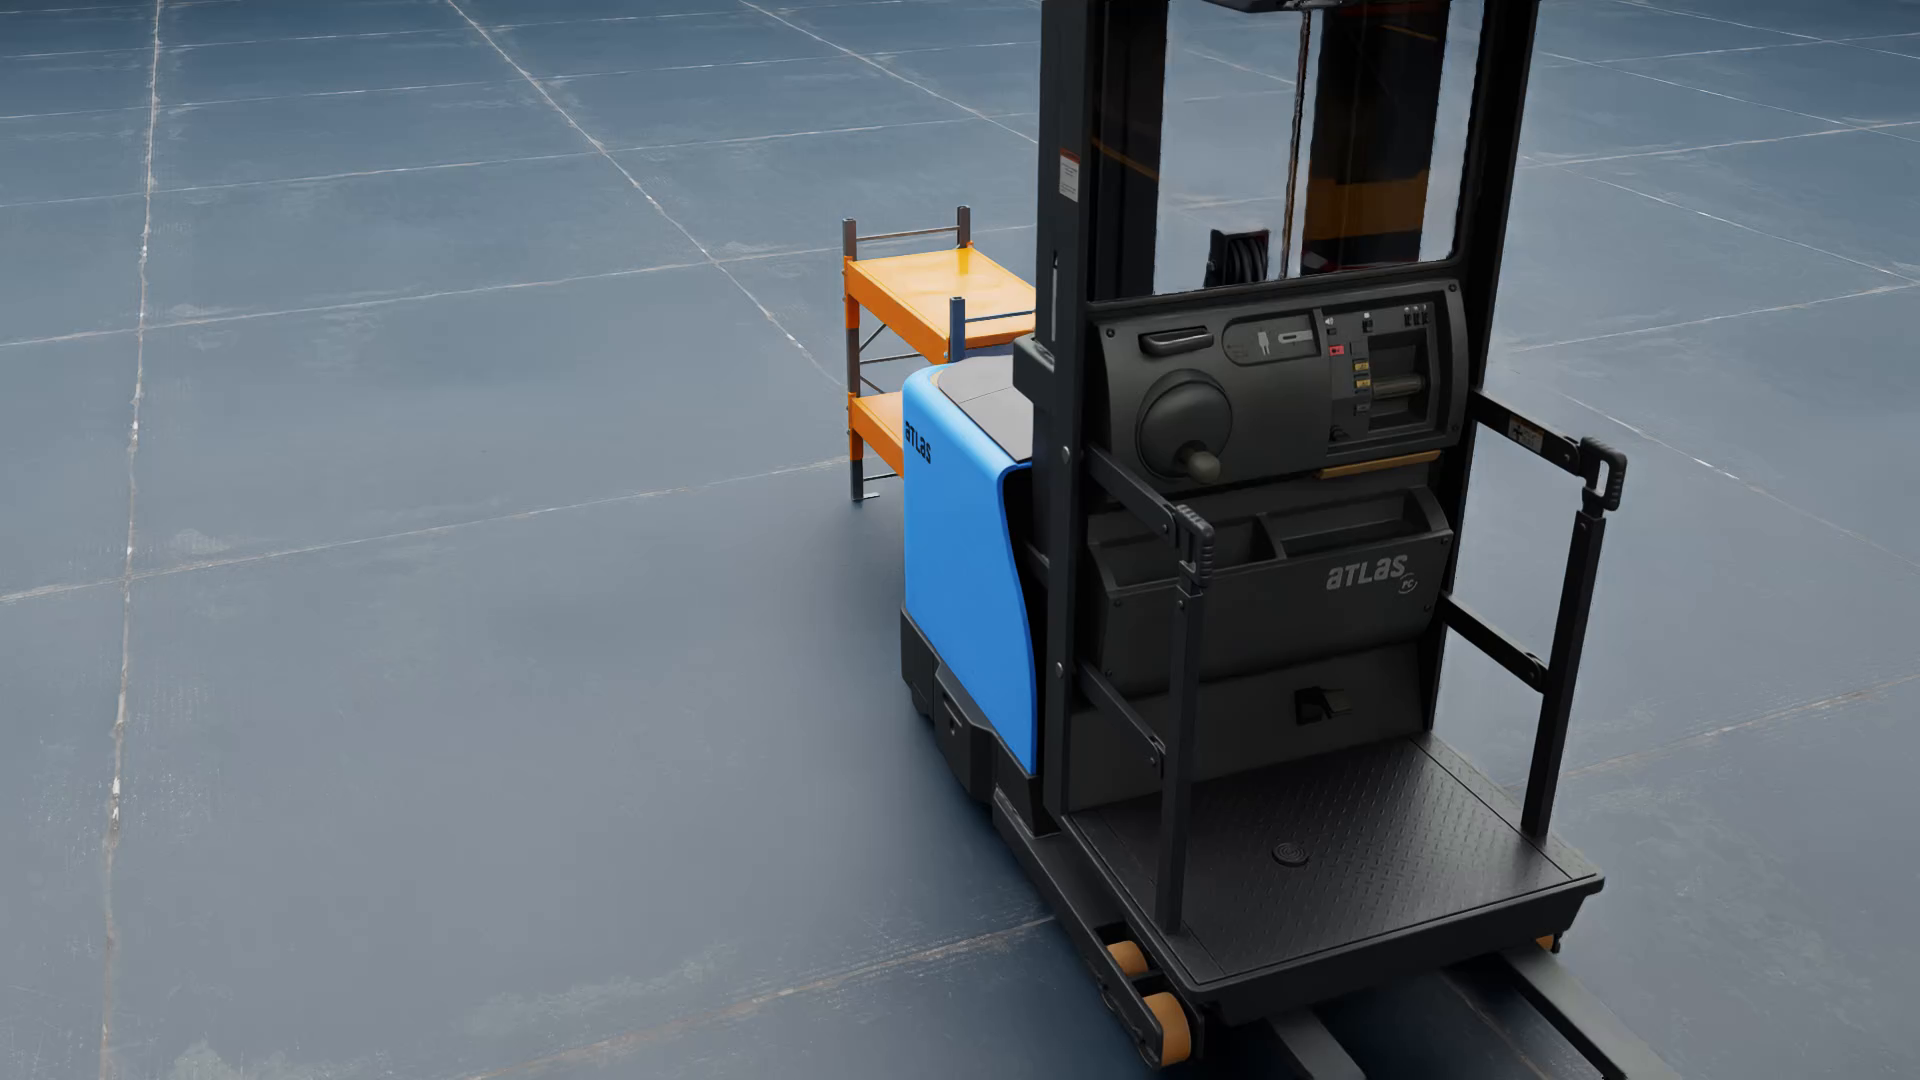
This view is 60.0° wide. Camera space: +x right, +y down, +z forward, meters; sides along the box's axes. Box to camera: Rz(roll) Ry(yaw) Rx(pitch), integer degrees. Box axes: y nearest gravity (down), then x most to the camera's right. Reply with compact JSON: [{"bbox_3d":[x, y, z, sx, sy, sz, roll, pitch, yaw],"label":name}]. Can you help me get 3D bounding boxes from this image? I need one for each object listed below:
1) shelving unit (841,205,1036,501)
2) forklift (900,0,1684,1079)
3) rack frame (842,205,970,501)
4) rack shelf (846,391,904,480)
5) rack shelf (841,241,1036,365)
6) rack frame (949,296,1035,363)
[{"bbox_3d":[0.003,-0.503,5.998,0.538,1.125,1.048,-11,28,-21],"label":"shelving unit"},{"bbox_3d":[0.822,-0.325,3.575,1.130,2.935,3.031,-10,28,-19],"label":"forklift"},{"bbox_3d":[-0.196,-0.708,6.418,0.500,1.125,0.032,-11,28,-21],"label":"rack frame"},{"bbox_3d":[0.003,-0.283,6.105,0.538,0.278,1.000,-11,28,-21],"label":"rack shelf"},{"bbox_3d":[0.003,-0.766,5.869,0.538,0.278,1.000,-11,28,-21],"label":"rack shelf"},{"bbox_3d":[0.202,-0.298,5.577,0.500,1.125,0.032,-11,28,-21],"label":"rack frame"}]
